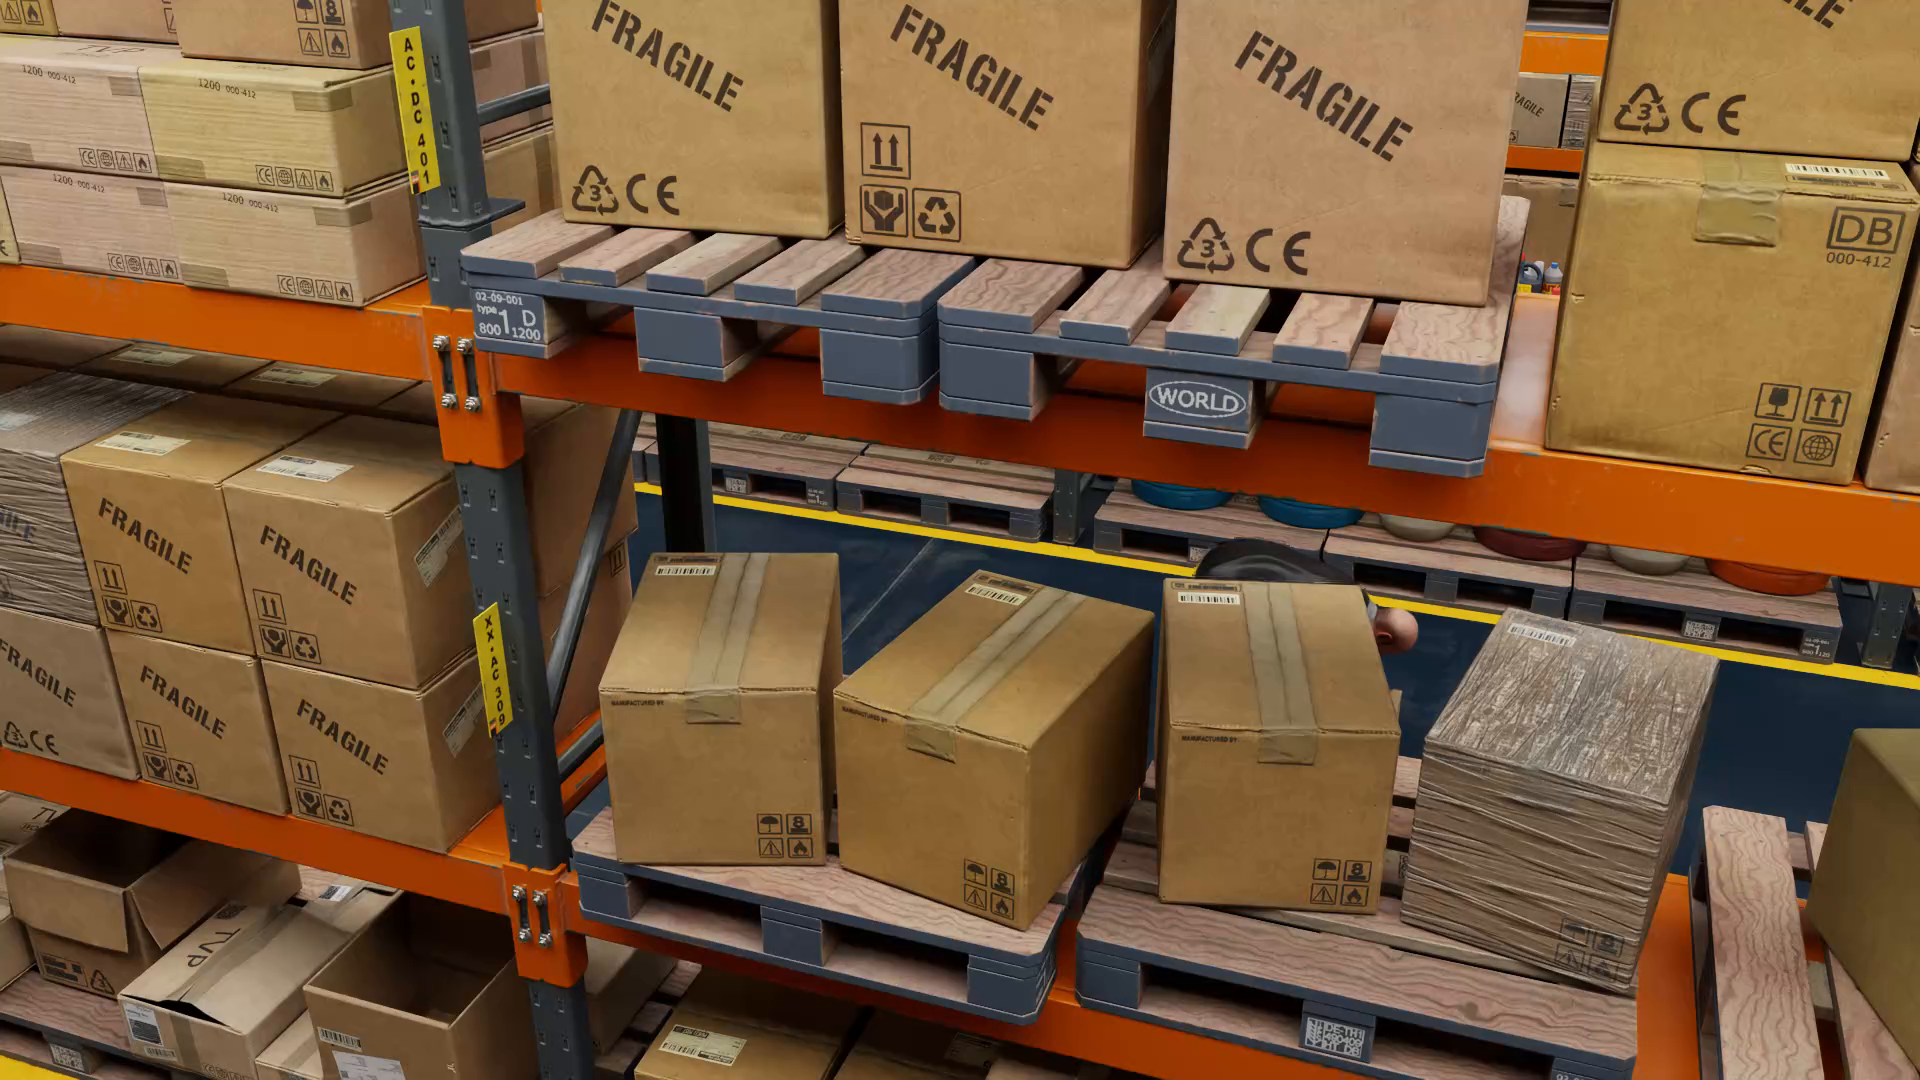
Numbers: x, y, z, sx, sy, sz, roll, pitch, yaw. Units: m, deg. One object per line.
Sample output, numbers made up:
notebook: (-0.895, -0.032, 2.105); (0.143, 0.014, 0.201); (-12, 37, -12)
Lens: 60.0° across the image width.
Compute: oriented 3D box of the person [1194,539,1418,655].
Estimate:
person: (1.451, 0.473, 7.108); (0.947, 0.899, 0.519); (7, 27, 15)
